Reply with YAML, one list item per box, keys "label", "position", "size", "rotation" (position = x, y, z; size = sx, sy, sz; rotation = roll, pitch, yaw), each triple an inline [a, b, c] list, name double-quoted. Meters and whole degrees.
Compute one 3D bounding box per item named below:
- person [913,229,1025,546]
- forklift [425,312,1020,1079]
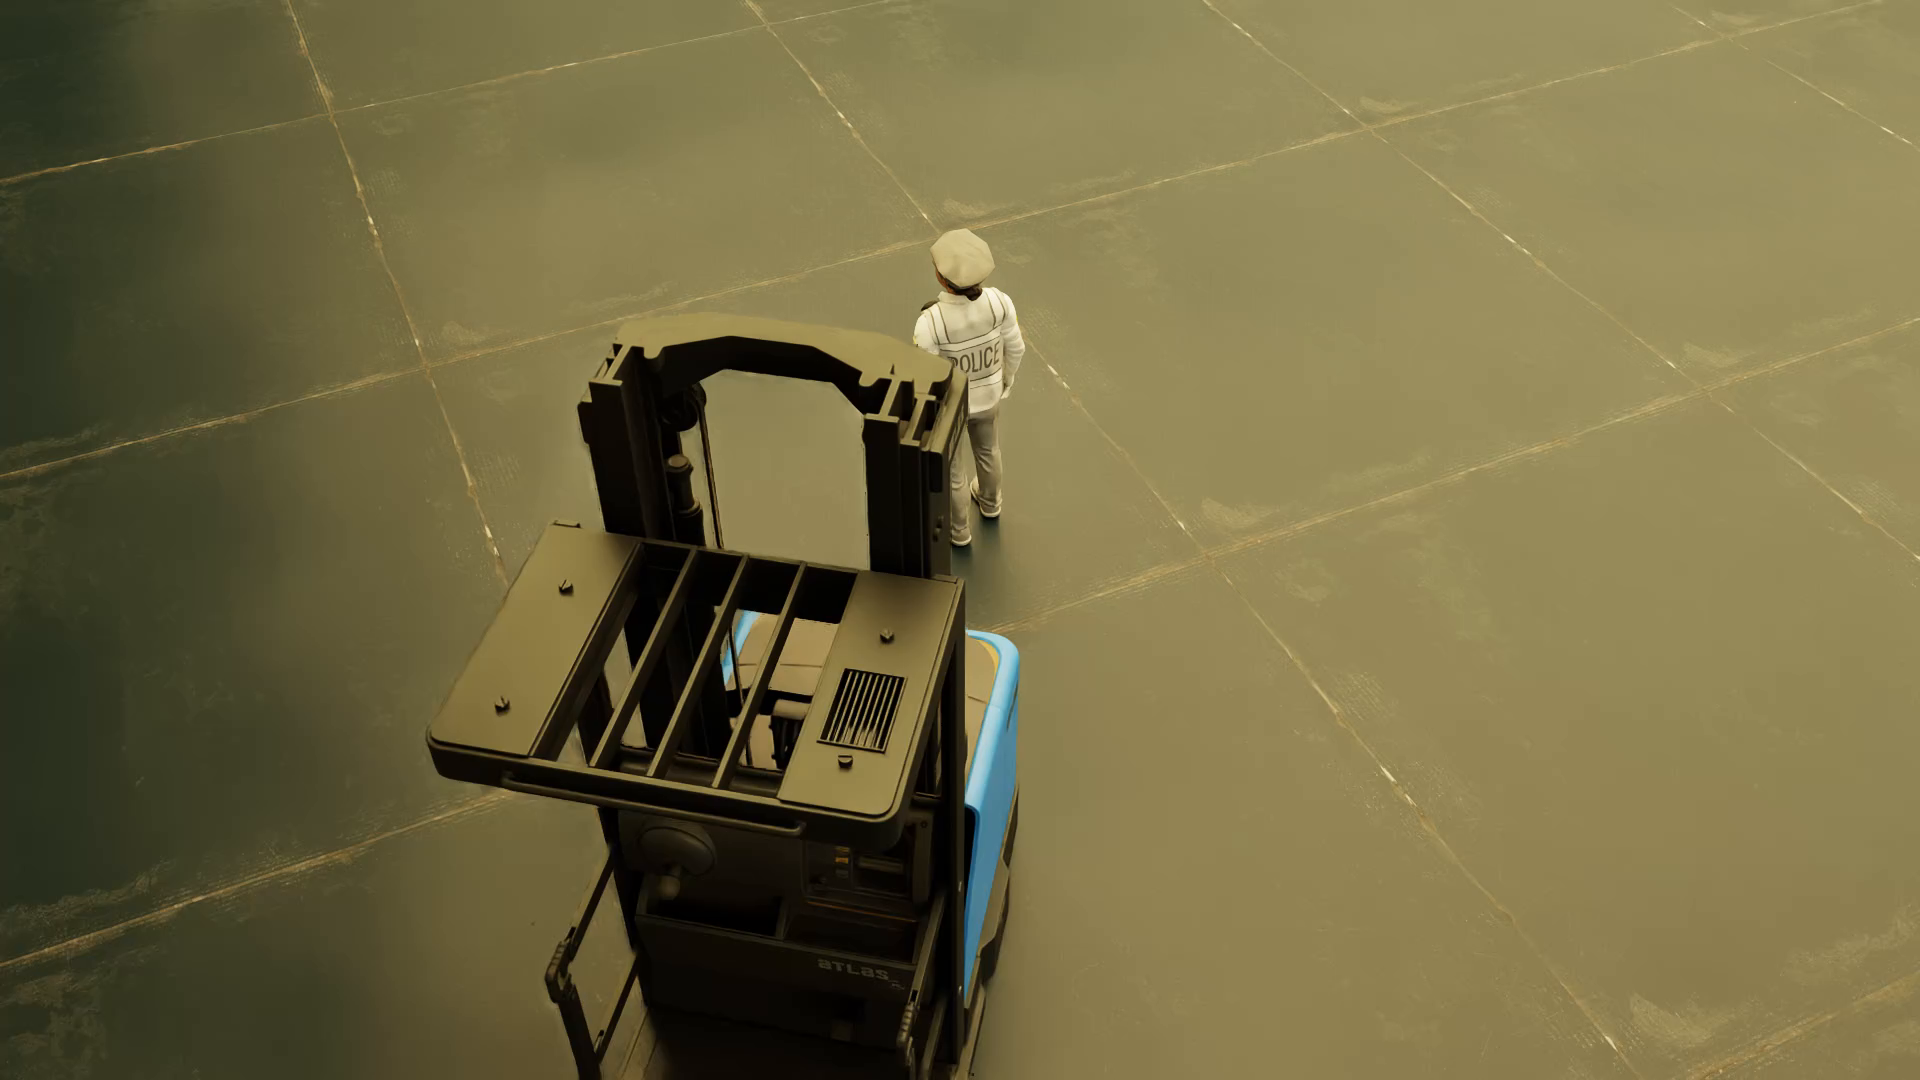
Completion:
- label: "person"
  position: [-0.022, -0.668, 7.292]
  size: [0.588, 1.696, 0.533]
  rotation: [-18, 46, -18]
- label: "forklift"
  position: [-0.579, 0.973, 4.638]
  size: [1.130, 2.935, 3.031]
  rotation: [8, 44, 9]
